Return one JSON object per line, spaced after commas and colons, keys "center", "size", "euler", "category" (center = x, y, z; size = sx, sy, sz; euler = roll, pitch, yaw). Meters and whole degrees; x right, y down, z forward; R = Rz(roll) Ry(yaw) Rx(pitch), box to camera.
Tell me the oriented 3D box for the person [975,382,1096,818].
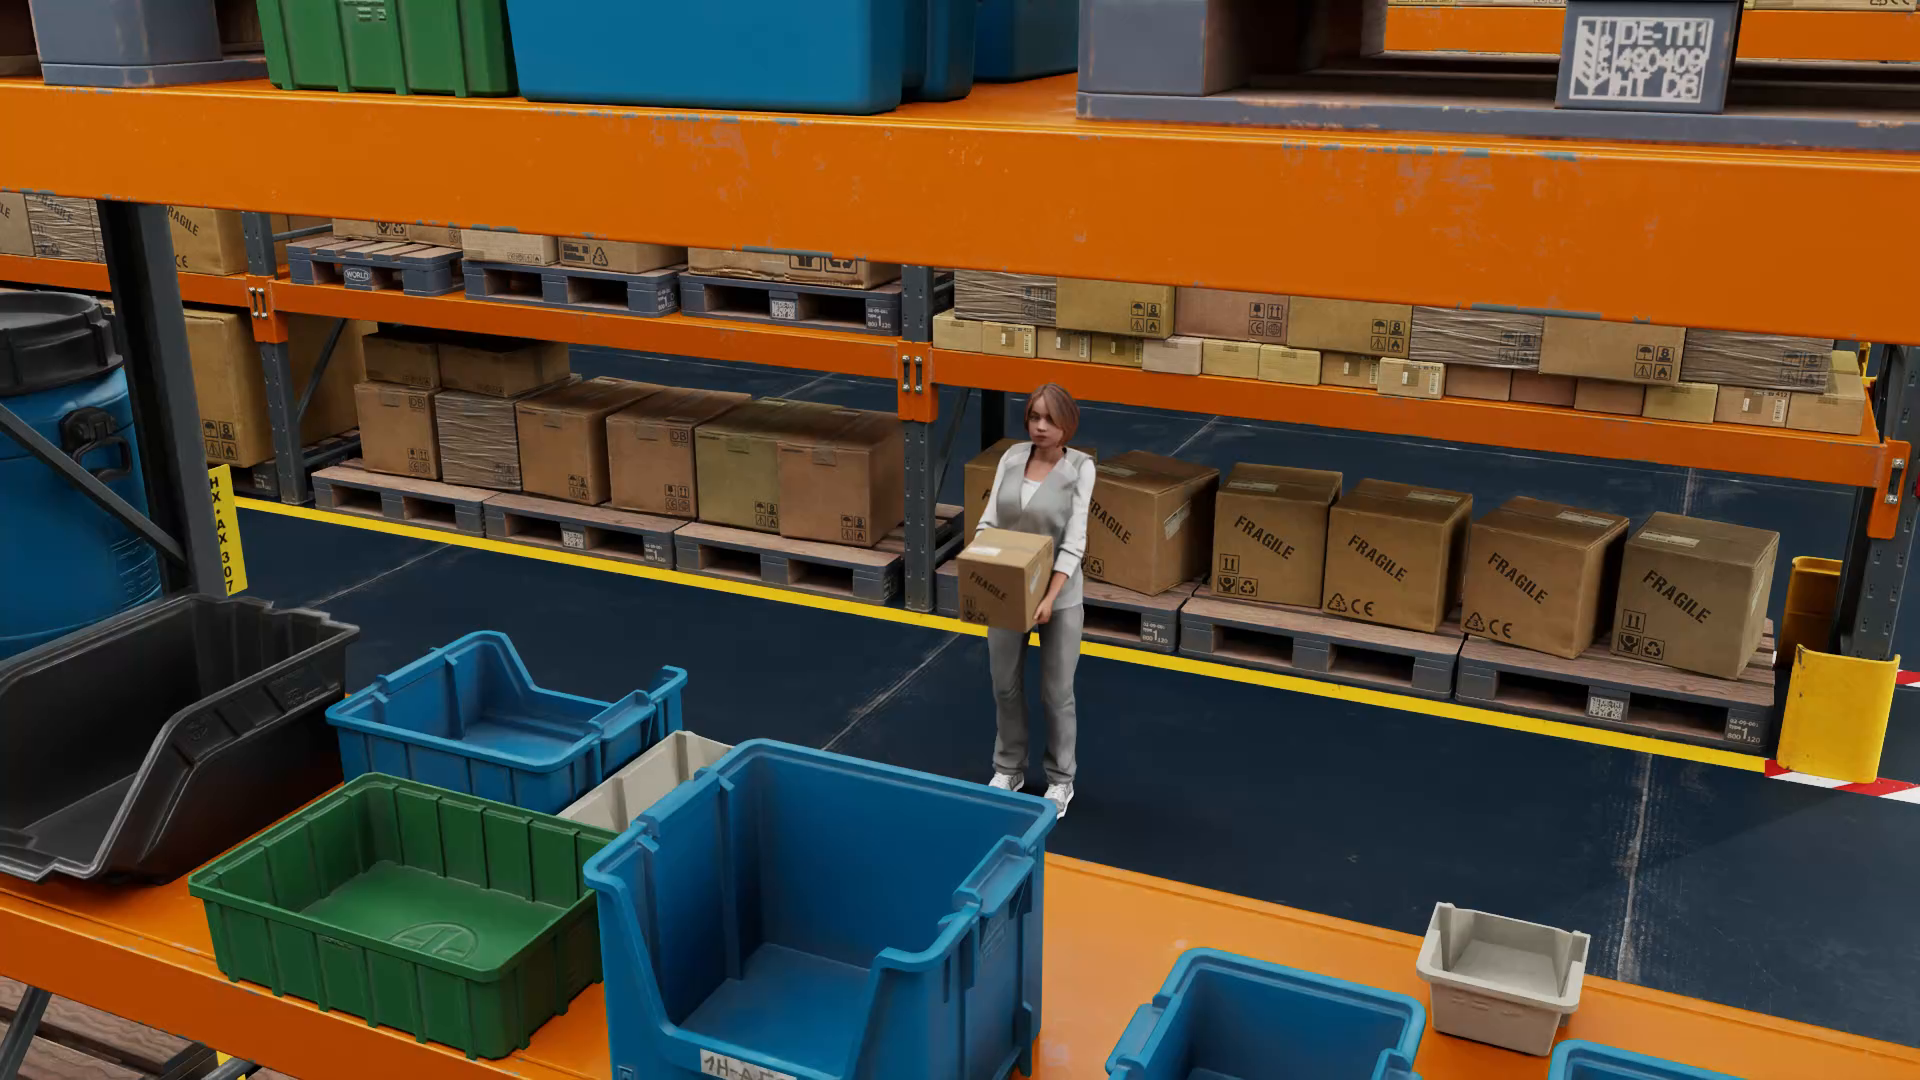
{"center": [-8.230, -3.124, 8.831], "size": [19.048, 6.001, 25.090], "euler": [9, 21, 24], "category": "person"}
